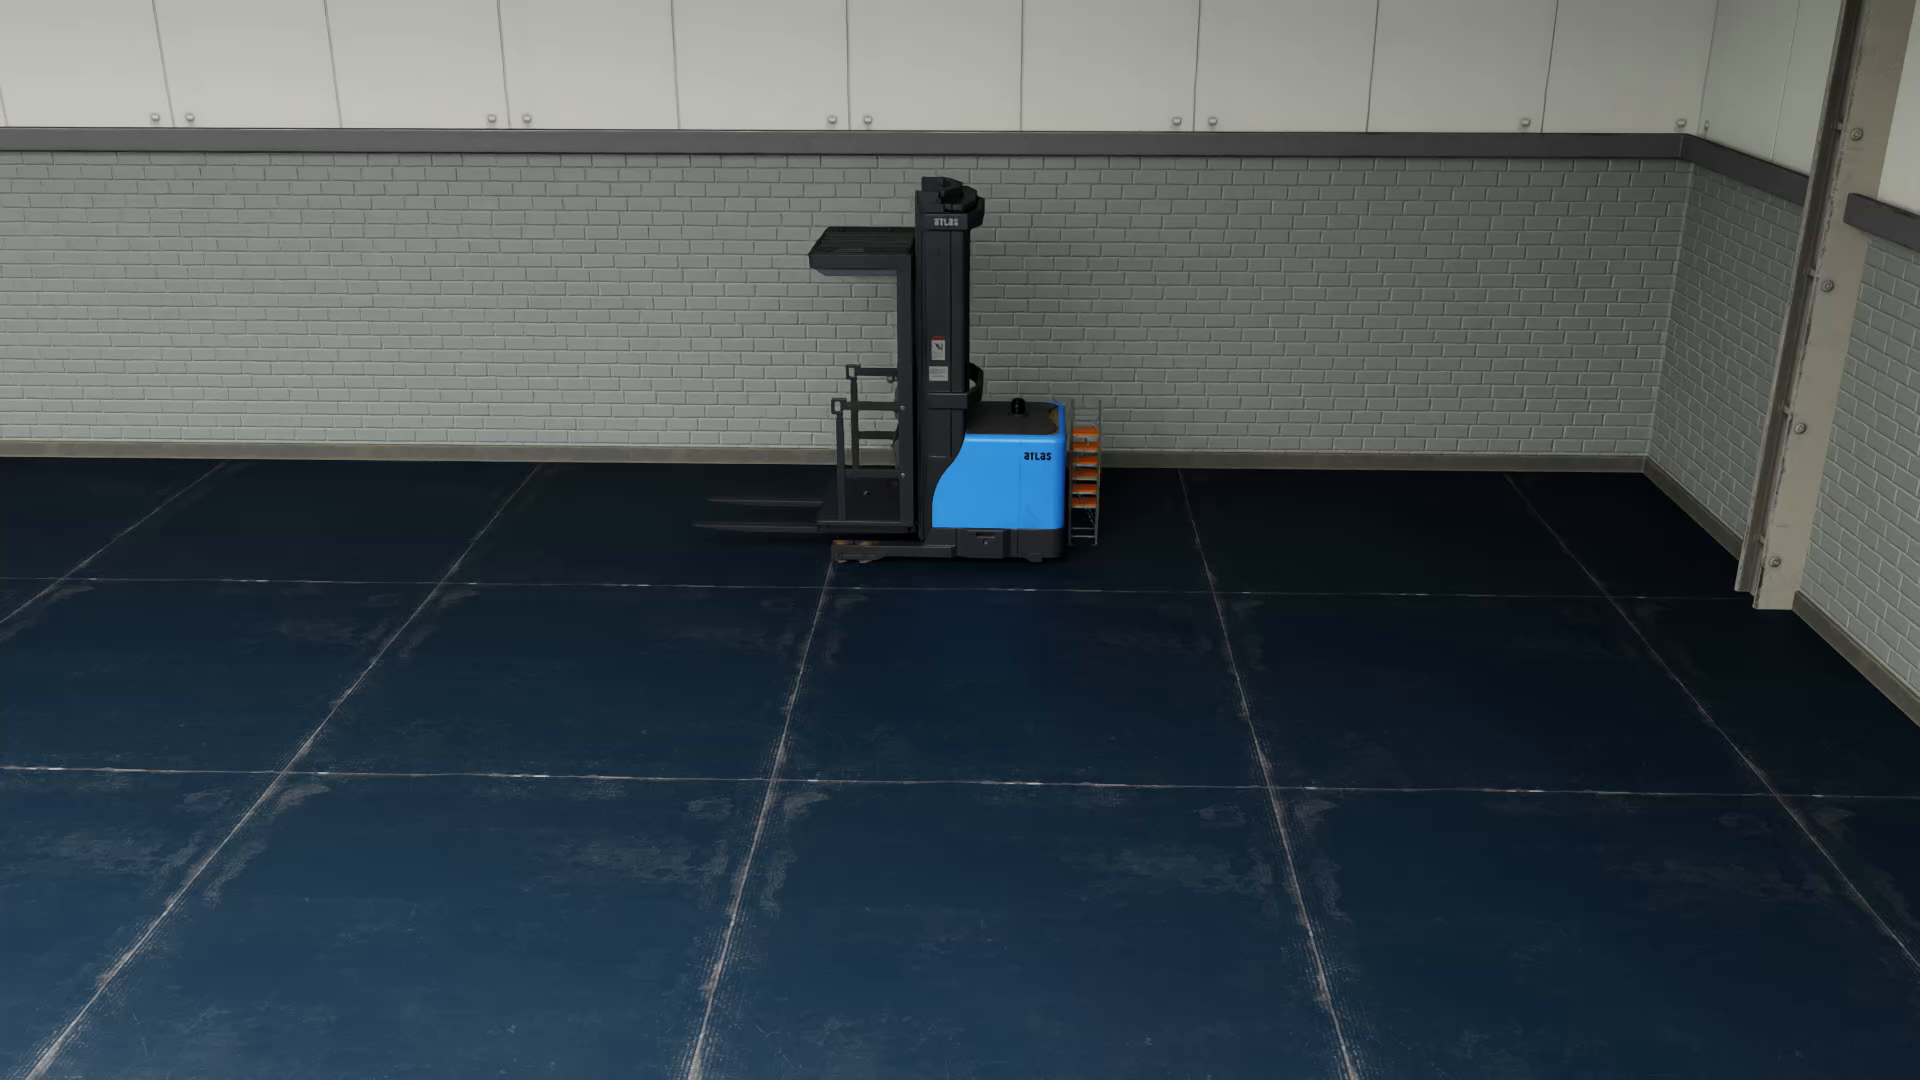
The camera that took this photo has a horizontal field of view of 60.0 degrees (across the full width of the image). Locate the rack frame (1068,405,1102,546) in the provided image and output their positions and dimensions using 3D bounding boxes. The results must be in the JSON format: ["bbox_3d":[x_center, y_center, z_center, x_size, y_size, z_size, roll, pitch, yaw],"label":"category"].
[{"bbox_3d":[1.011,-0.513,13.486,0.240,1.200,0.006,1,21,3],"label":"rack frame"}]

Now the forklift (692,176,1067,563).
[{"bbox_3d":[-0.647,-1.371,13.305,3.031,2.935,1.130,1,21,3],"label":"forklift"}]

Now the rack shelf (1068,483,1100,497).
[{"bbox_3d":[1.015,-0.393,13.631,0.258,0.103,0.180,1,21,3],"label":"rack shelf"}]

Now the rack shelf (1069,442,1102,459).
[{"bbox_3d":[1.016,-0.729,13.500,0.258,0.103,0.180,1,21,3],"label":"rack shelf"}]

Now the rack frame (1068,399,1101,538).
[{"bbox_3d":[1.021,-0.580,13.656,0.240,1.200,0.006,1,21,3],"label":"rack frame"}]

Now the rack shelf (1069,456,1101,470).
[{"bbox_3d":[1.016,-0.617,13.544,0.258,0.103,0.180,1,21,3],"label":"rack shelf"}]

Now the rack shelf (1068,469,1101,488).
[{"bbox_3d":[1.016,-0.505,13.587,0.258,0.103,0.180,1,21,3],"label":"rack shelf"}]

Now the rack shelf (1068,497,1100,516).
[{"bbox_3d":[1.015,-0.281,13.674,0.258,0.103,0.180,1,21,3],"label":"rack shelf"}]

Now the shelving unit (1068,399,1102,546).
[{"bbox_3d":[1.016,-0.546,13.571,0.258,1.200,0.189,1,21,3],"label":"shelving unit"}]

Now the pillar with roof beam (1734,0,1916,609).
[{"bbox_3d":[1.827,-3.795,11.162,9.100,9.000,0.400,1,21,2],"label":"pillar with roof beam"}]

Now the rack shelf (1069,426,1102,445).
[{"bbox_3d":[1.017,-0.841,13.457,0.258,0.103,0.180,1,21,3],"label":"rack shelf"}]
